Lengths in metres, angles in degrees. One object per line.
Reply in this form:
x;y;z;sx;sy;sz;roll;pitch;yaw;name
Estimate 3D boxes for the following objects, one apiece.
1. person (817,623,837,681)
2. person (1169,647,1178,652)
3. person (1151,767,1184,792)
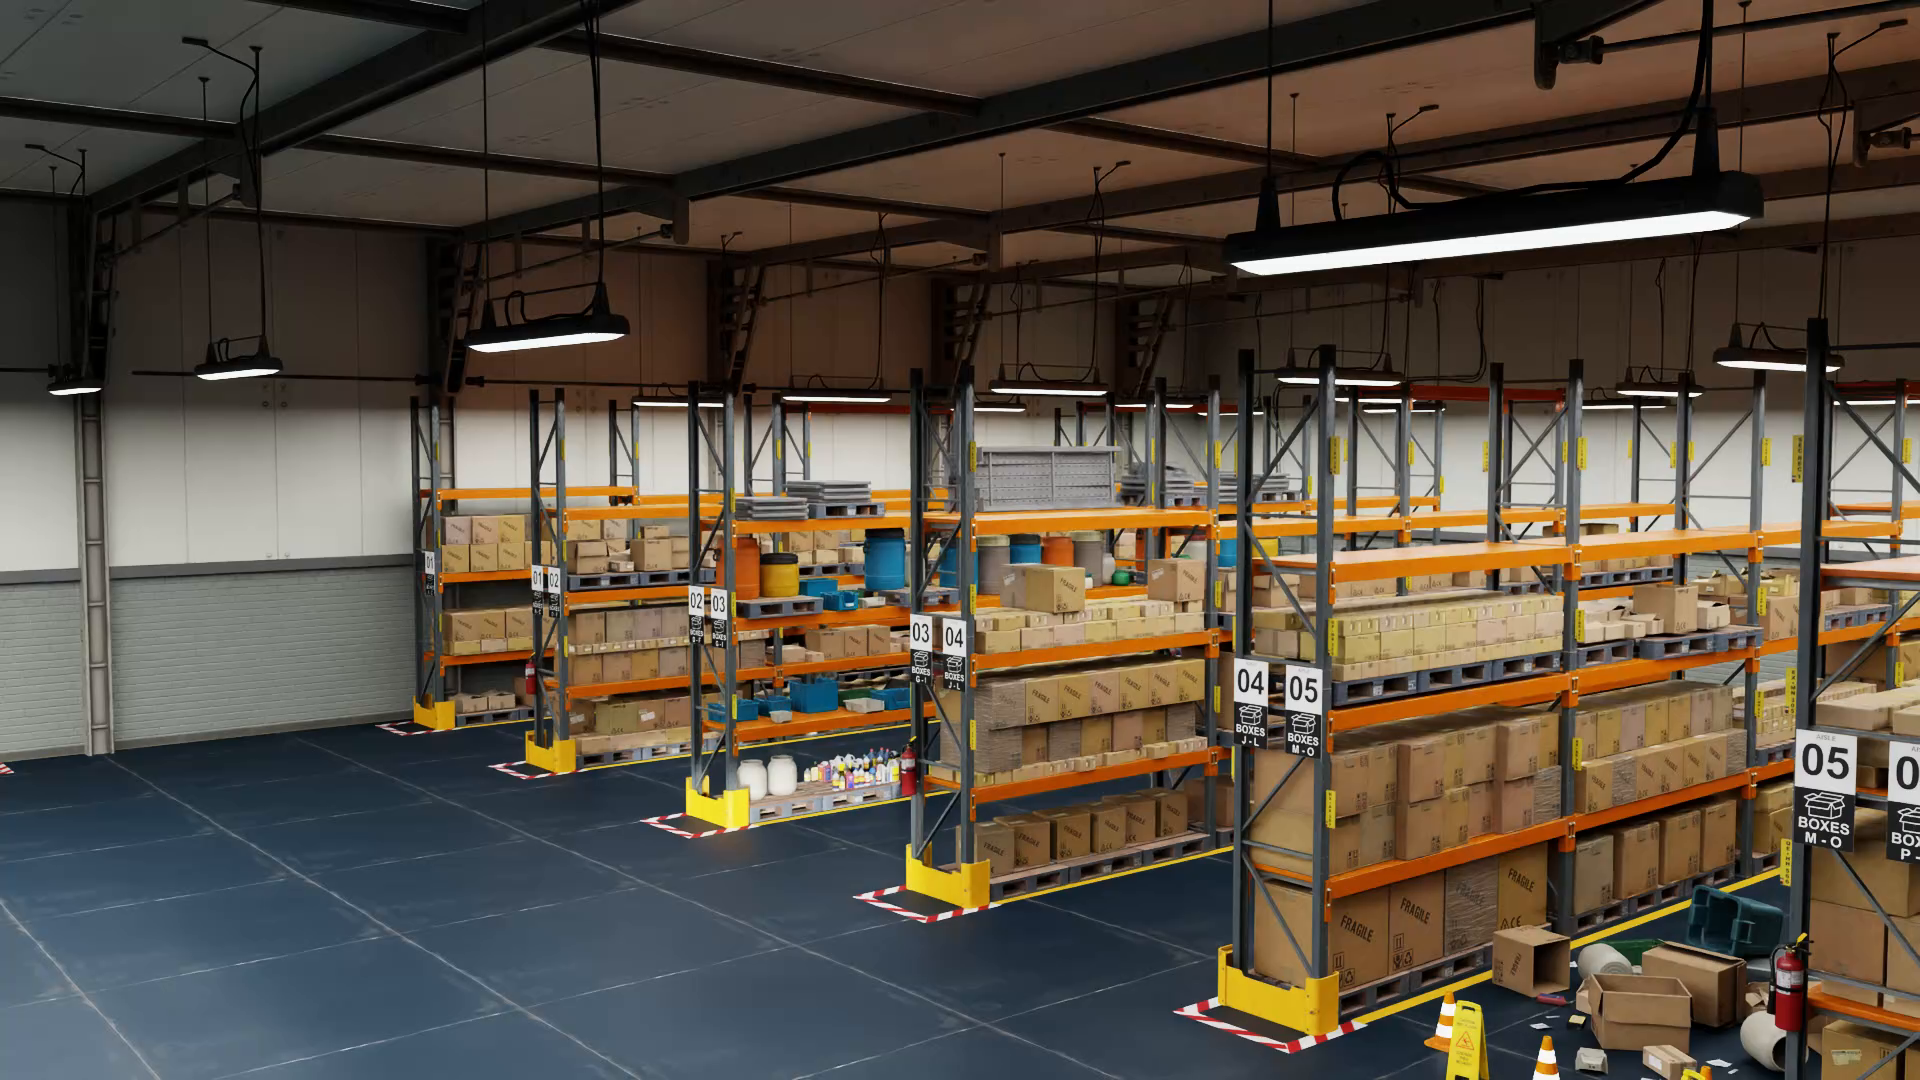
-2.676;2.386;32.752;0.469;1.683;0.526;-2;4;-28;person
4.109;2.503;31.619;0.458;1.592;0.475;-3;4;-39;person
2.895;2.923;23.252;0.649;1.828;0.649;-1;4;-22;person
